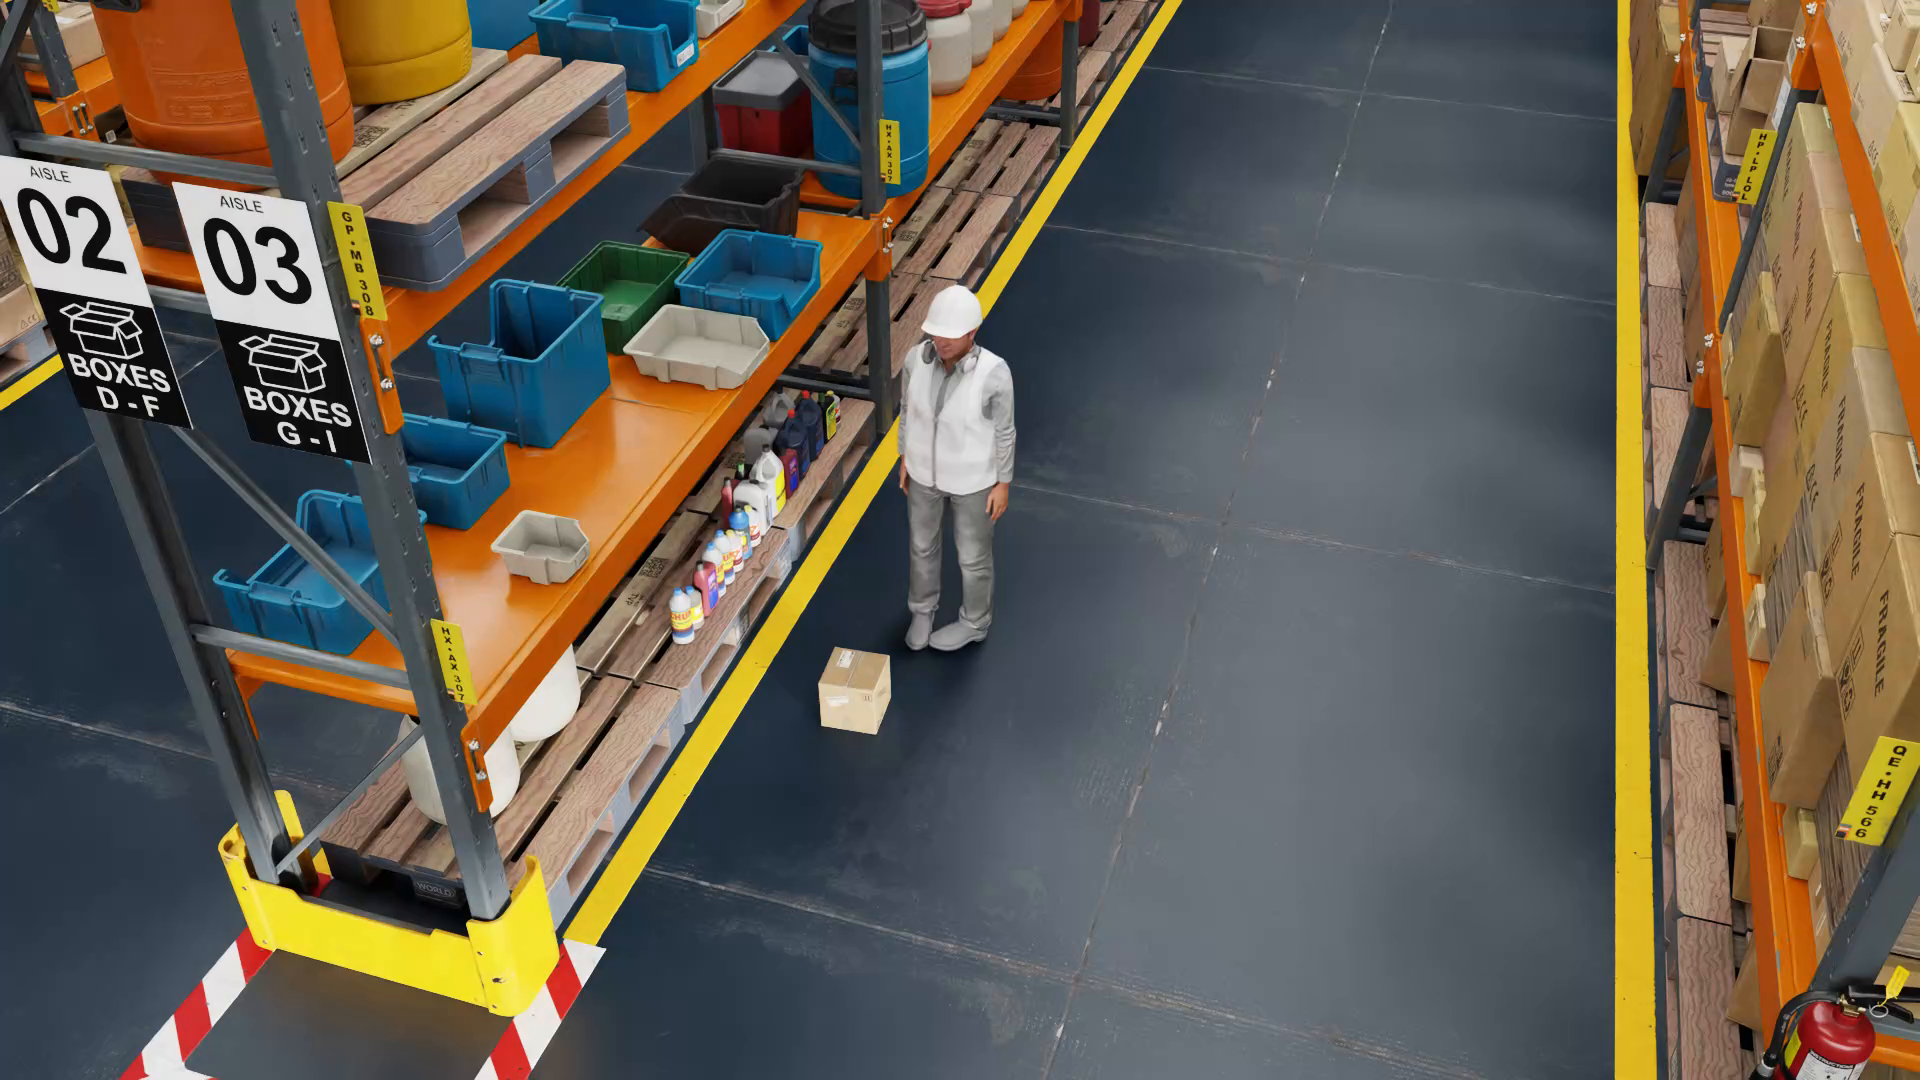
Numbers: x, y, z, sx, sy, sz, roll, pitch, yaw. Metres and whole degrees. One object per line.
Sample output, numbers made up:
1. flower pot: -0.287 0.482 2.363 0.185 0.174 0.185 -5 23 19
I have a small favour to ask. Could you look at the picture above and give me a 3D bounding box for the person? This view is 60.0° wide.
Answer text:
1. person: -0.043 -0.278 7.229 0.552 1.784 0.417 17 40 21
